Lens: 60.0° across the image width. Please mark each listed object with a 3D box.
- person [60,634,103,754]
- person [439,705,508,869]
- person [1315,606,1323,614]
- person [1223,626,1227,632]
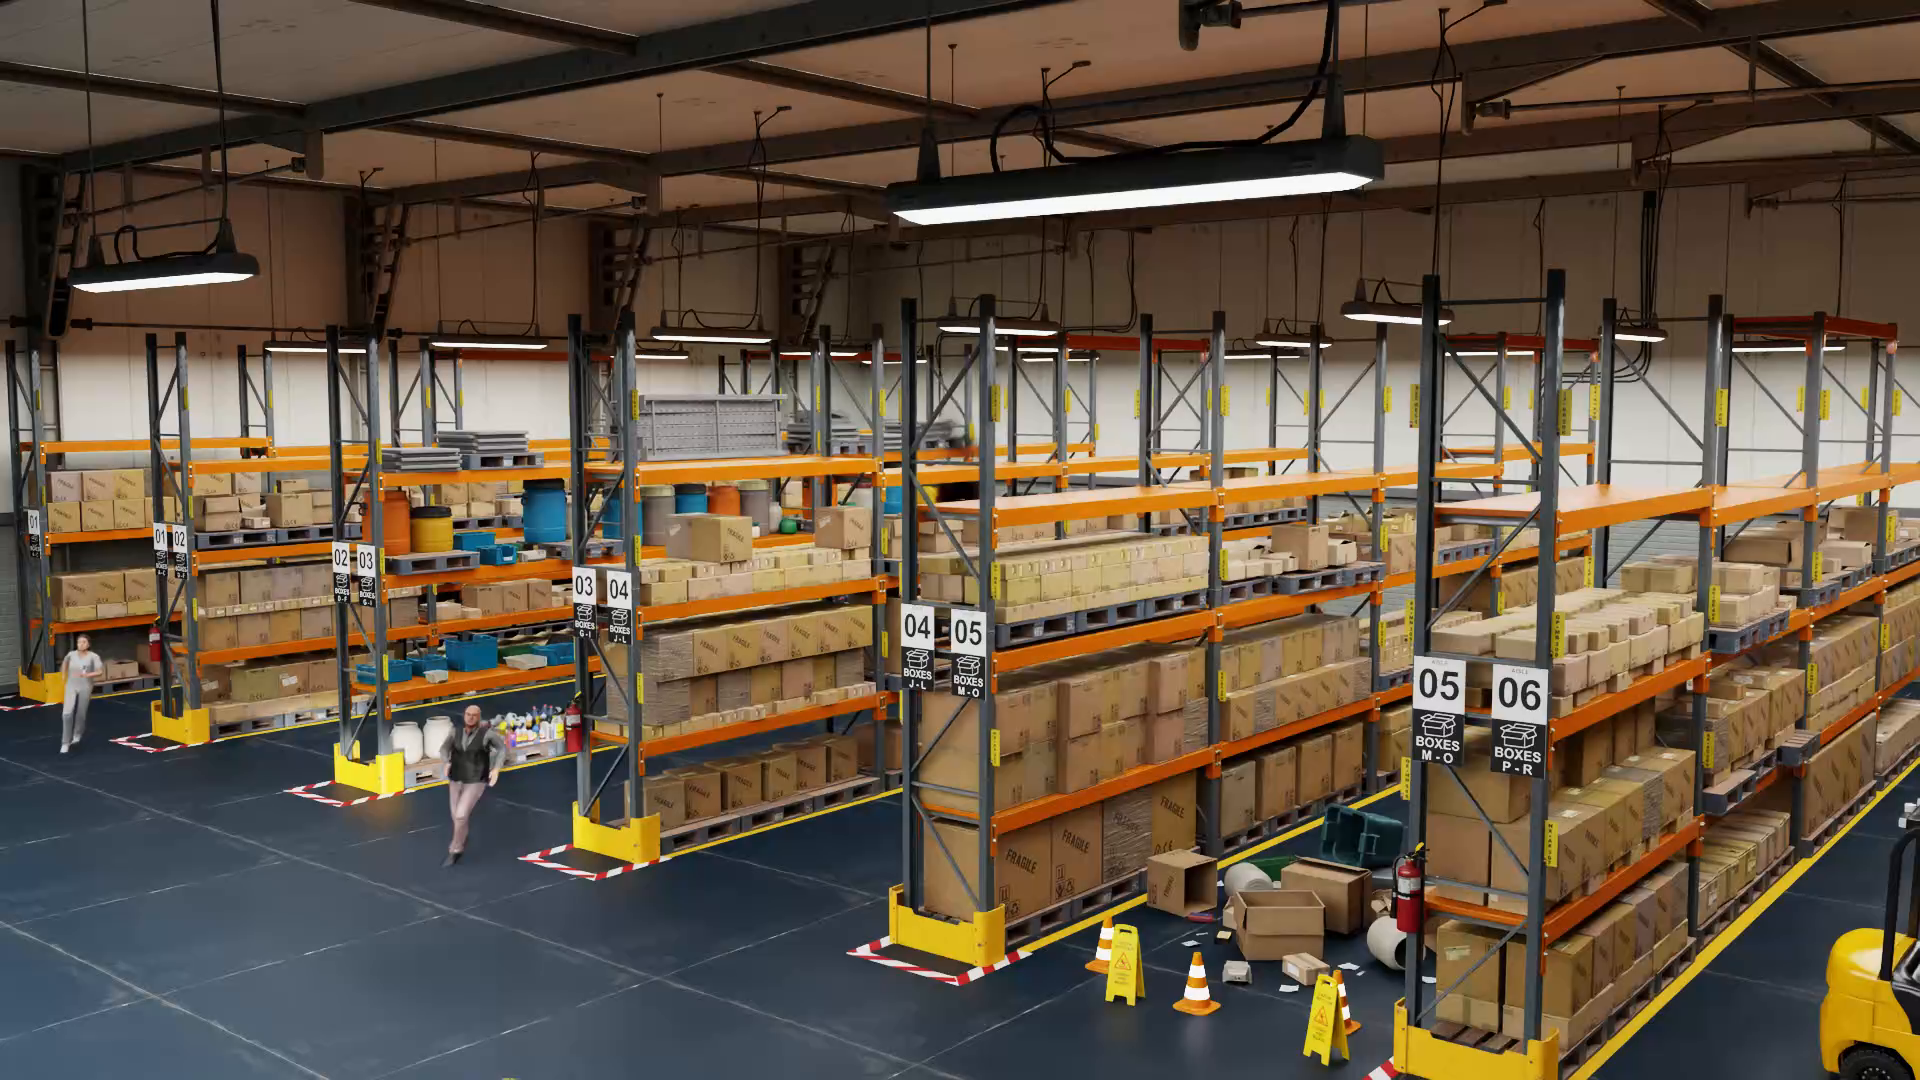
[{"bbox_3d":[-12.676,2.200,24.041,0.576,1.726,0.700,-2,5,-18],"label":"person"},{"bbox_3d":[-5.406,2.681,18.293,0.732,1.745,0.784,1,5,11],"label":"person"},{"bbox_3d":[6.012,1.878,27.927,0.524,1.581,0.808,3,6,33],"label":"person"},{"bbox_3d":[3.897,2.089,25.097,0.617,1.671,0.696,3,6,28],"label":"person"}]
